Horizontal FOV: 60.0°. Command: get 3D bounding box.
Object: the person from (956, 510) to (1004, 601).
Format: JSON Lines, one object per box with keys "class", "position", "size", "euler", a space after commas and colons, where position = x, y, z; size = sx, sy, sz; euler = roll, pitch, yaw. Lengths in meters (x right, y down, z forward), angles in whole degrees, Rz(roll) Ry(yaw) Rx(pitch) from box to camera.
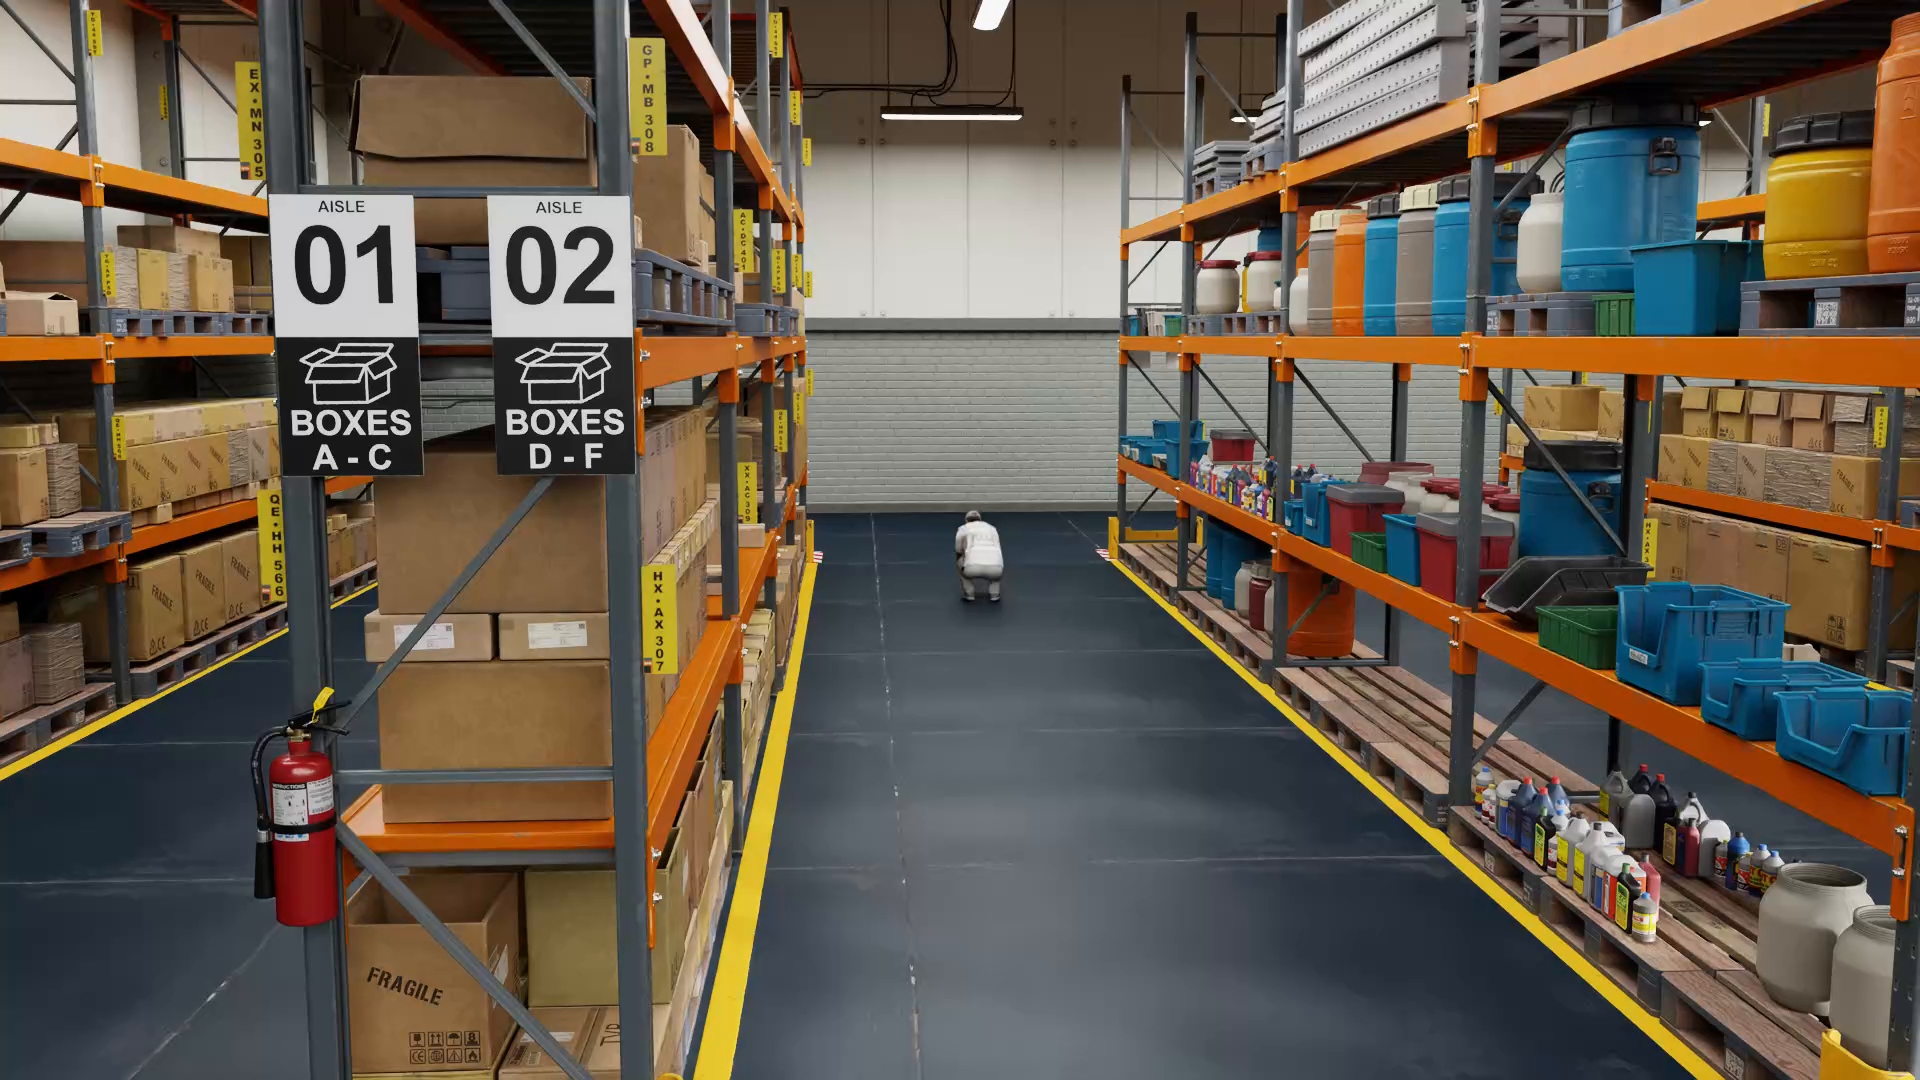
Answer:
{"class": "person", "position": [0.216, 0.173, 17.890], "size": [0.516, 0.937, 0.846], "euler": [0, 7, -4]}
